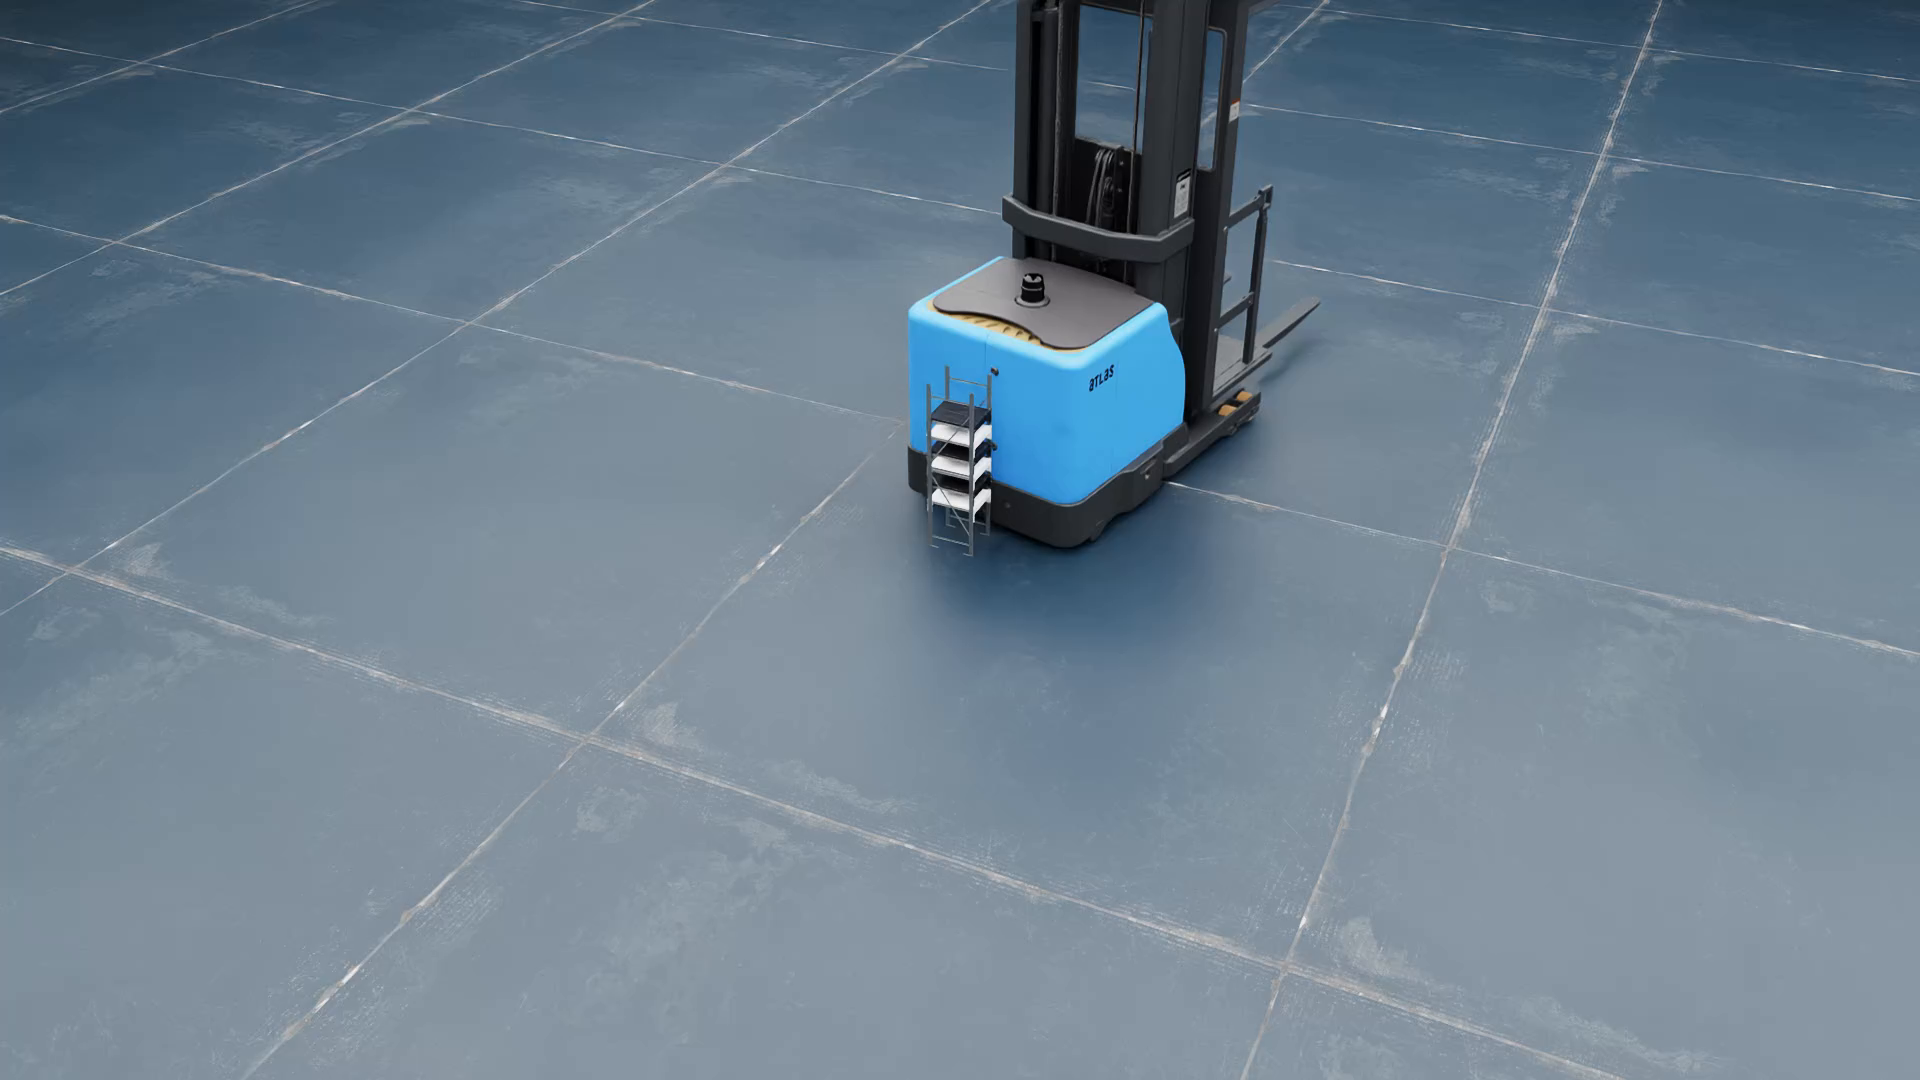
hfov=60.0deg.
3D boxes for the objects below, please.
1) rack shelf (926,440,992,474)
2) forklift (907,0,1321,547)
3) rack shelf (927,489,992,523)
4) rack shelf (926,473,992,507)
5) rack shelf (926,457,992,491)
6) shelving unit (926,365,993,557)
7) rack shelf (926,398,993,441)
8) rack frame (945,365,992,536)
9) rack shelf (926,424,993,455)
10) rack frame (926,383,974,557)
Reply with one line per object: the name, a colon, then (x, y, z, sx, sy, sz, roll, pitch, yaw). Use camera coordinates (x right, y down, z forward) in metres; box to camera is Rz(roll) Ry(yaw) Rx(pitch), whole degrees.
rack shelf: (-0.003, -0.420, 7.966, 0.258, 0.077, 0.200, 14, 36, 20)
forklift: (1.015, -1.943, 8.540, 1.130, 2.935, 3.031, 22, 39, 30)
rack shelf: (-0.003, -0.194, 8.114, 0.258, 0.077, 0.200, 14, 36, 20)
rack shelf: (-0.003, -0.269, 8.065, 0.258, 0.077, 0.200, 14, 36, 20)
rack shelf: (-0.003, -0.344, 8.015, 0.258, 0.077, 0.200, 14, 36, 20)
shelving unit: (-0.003, -0.372, 7.997, 0.258, 0.900, 0.210, 14, 36, 20)
rack shelf: (-0.003, -0.570, 7.867, 0.258, 0.077, 0.200, 14, 36, 20)
rack frame: (0.039, -0.423, 8.074, 0.240, 0.900, 0.006, 14, 36, 20)
rack shelf: (-0.003, -0.495, 7.917, 0.258, 0.077, 0.200, 14, 36, 20)
rack frame: (-0.046, -0.322, 7.920, 0.240, 0.900, 0.006, 14, 36, 20)
